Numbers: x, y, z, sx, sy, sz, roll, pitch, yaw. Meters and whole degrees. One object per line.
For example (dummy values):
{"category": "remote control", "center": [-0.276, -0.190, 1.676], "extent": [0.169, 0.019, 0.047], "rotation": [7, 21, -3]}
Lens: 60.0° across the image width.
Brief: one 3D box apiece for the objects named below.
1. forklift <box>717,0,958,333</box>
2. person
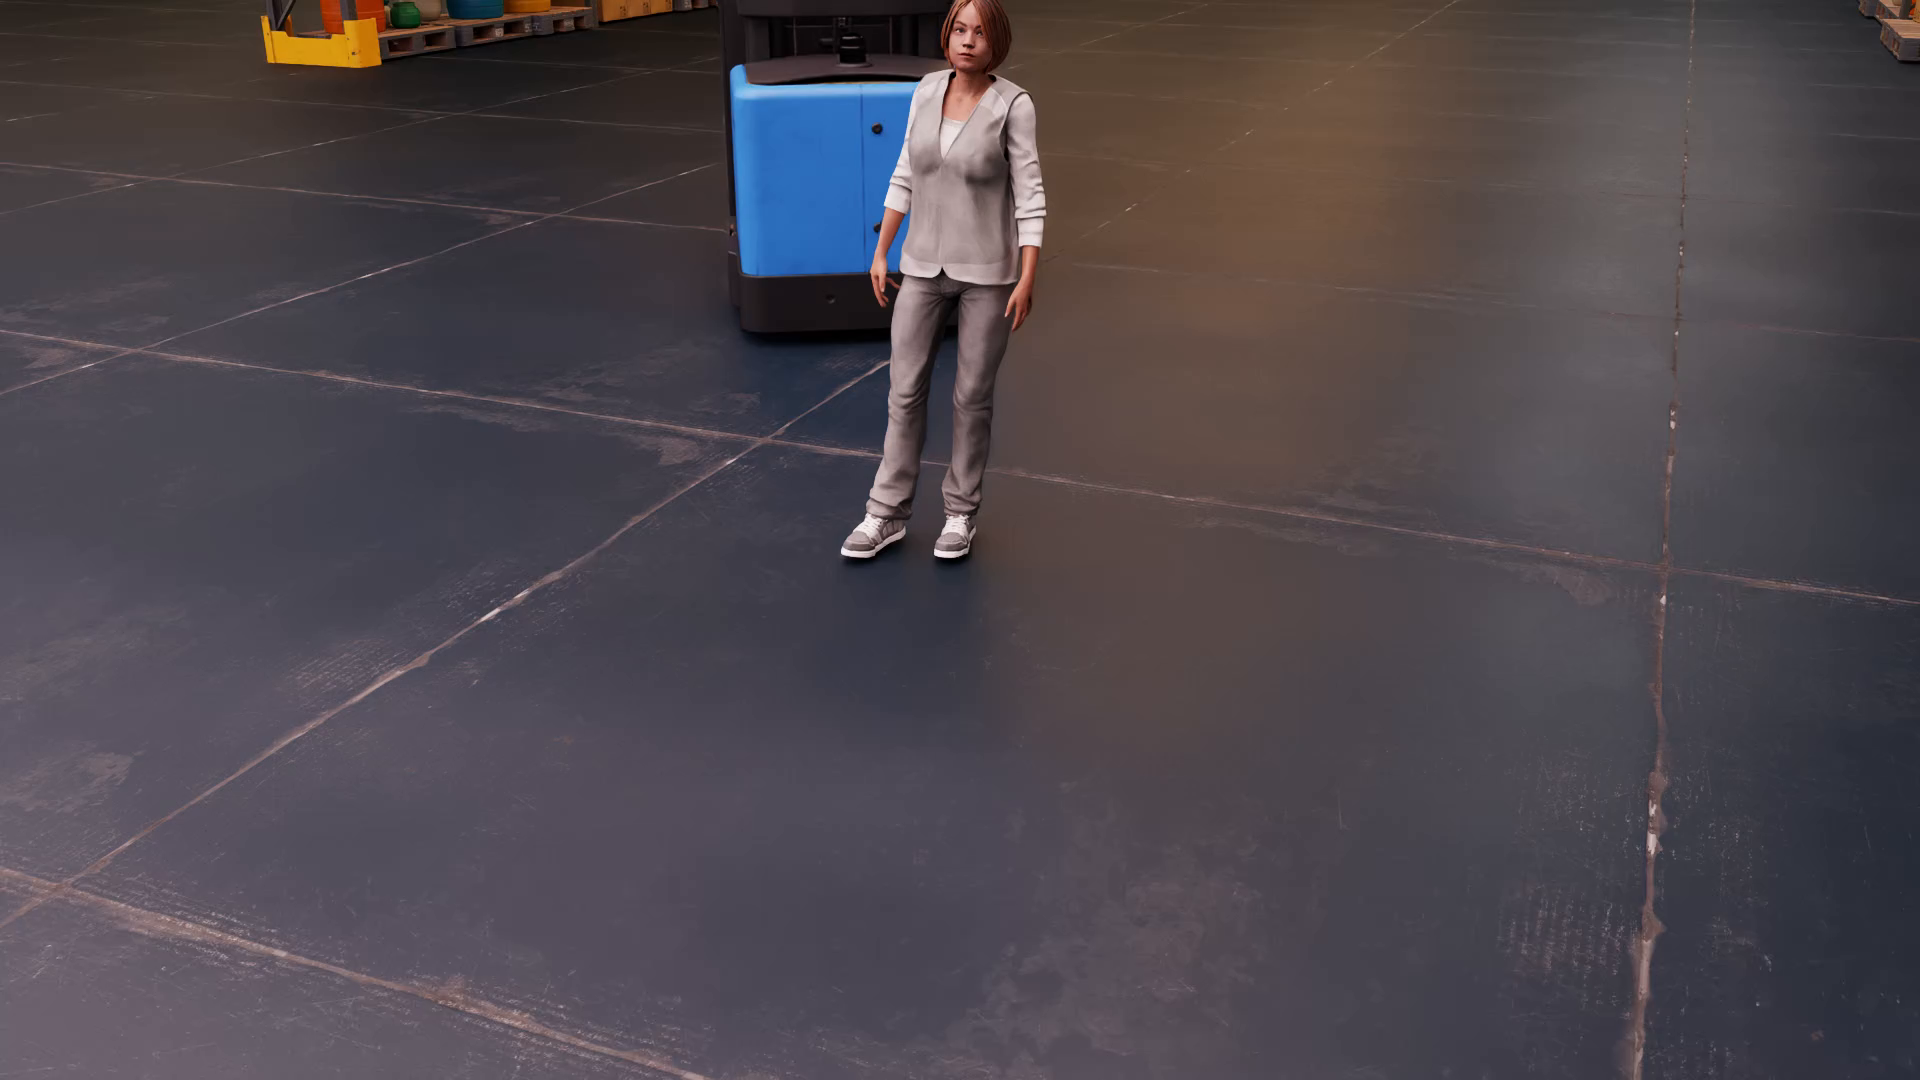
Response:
{"category": "forklift", "center": [-0.613, -2.757, 7.888], "extent": [1.130, 2.935, 3.031], "rotation": [-3, 23, -8]}
{"category": "person", "center": [-0.041, -0.719, 4.723], "extent": [0.521, 1.599, 0.473], "rotation": [9, 24, 21]}
